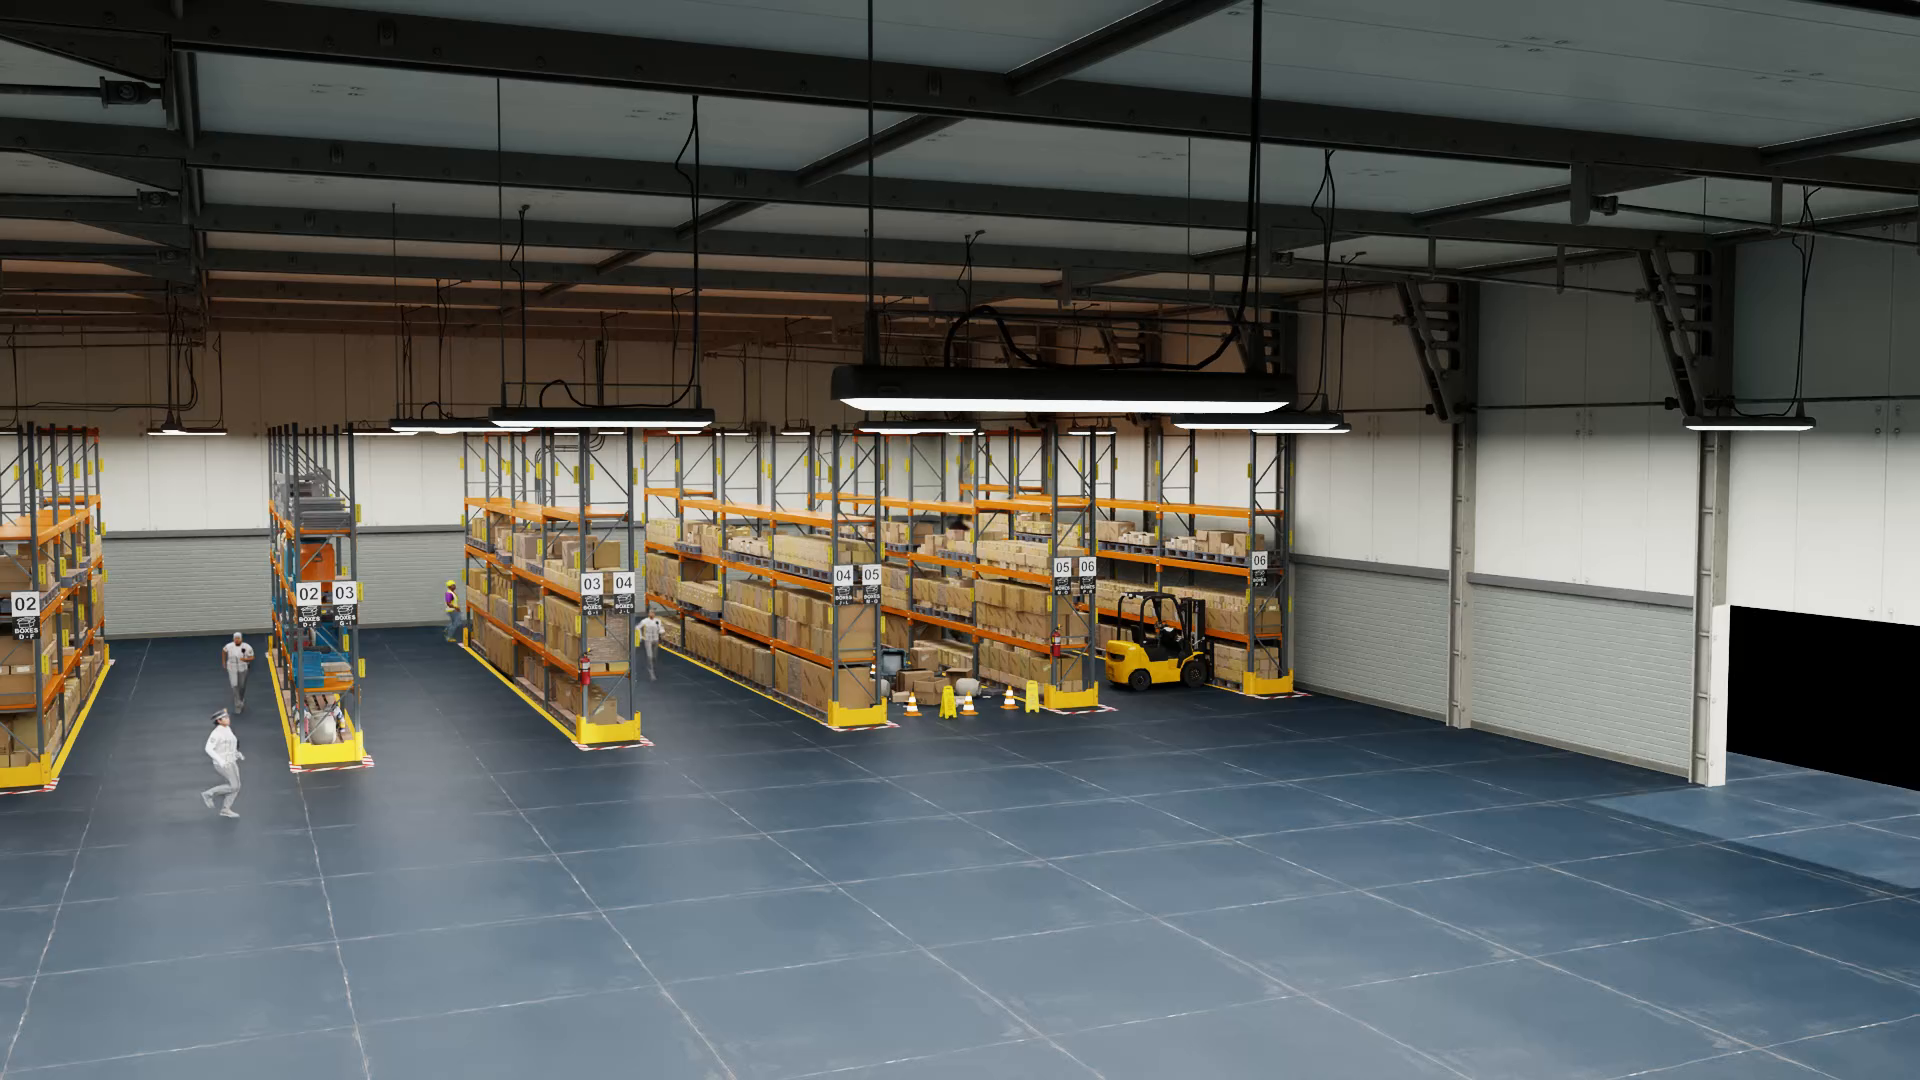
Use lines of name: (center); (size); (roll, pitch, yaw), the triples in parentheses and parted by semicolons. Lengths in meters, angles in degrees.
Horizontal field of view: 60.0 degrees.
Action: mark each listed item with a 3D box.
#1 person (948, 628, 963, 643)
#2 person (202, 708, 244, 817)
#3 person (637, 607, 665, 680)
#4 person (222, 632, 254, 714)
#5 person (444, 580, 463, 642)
person: (-0.059, 2.108, 45.058); (0.707, 1.737, 0.566); (-2, 4, -25)
person: (-11.158, 3.372, 25.163); (0.551, 1.654, 0.624); (0, 3, 0)
person: (-7.341, 2.436, 39.592); (0.599, 1.703, 0.878); (-2, 4, -28)
person: (-15.144, 2.774, 34.919); (0.627, 1.713, 0.866); (-1, 4, -21)
person: (-14.315, 1.997, 46.951); (0.520, 1.724, 0.707); (-1, 4, -10)
